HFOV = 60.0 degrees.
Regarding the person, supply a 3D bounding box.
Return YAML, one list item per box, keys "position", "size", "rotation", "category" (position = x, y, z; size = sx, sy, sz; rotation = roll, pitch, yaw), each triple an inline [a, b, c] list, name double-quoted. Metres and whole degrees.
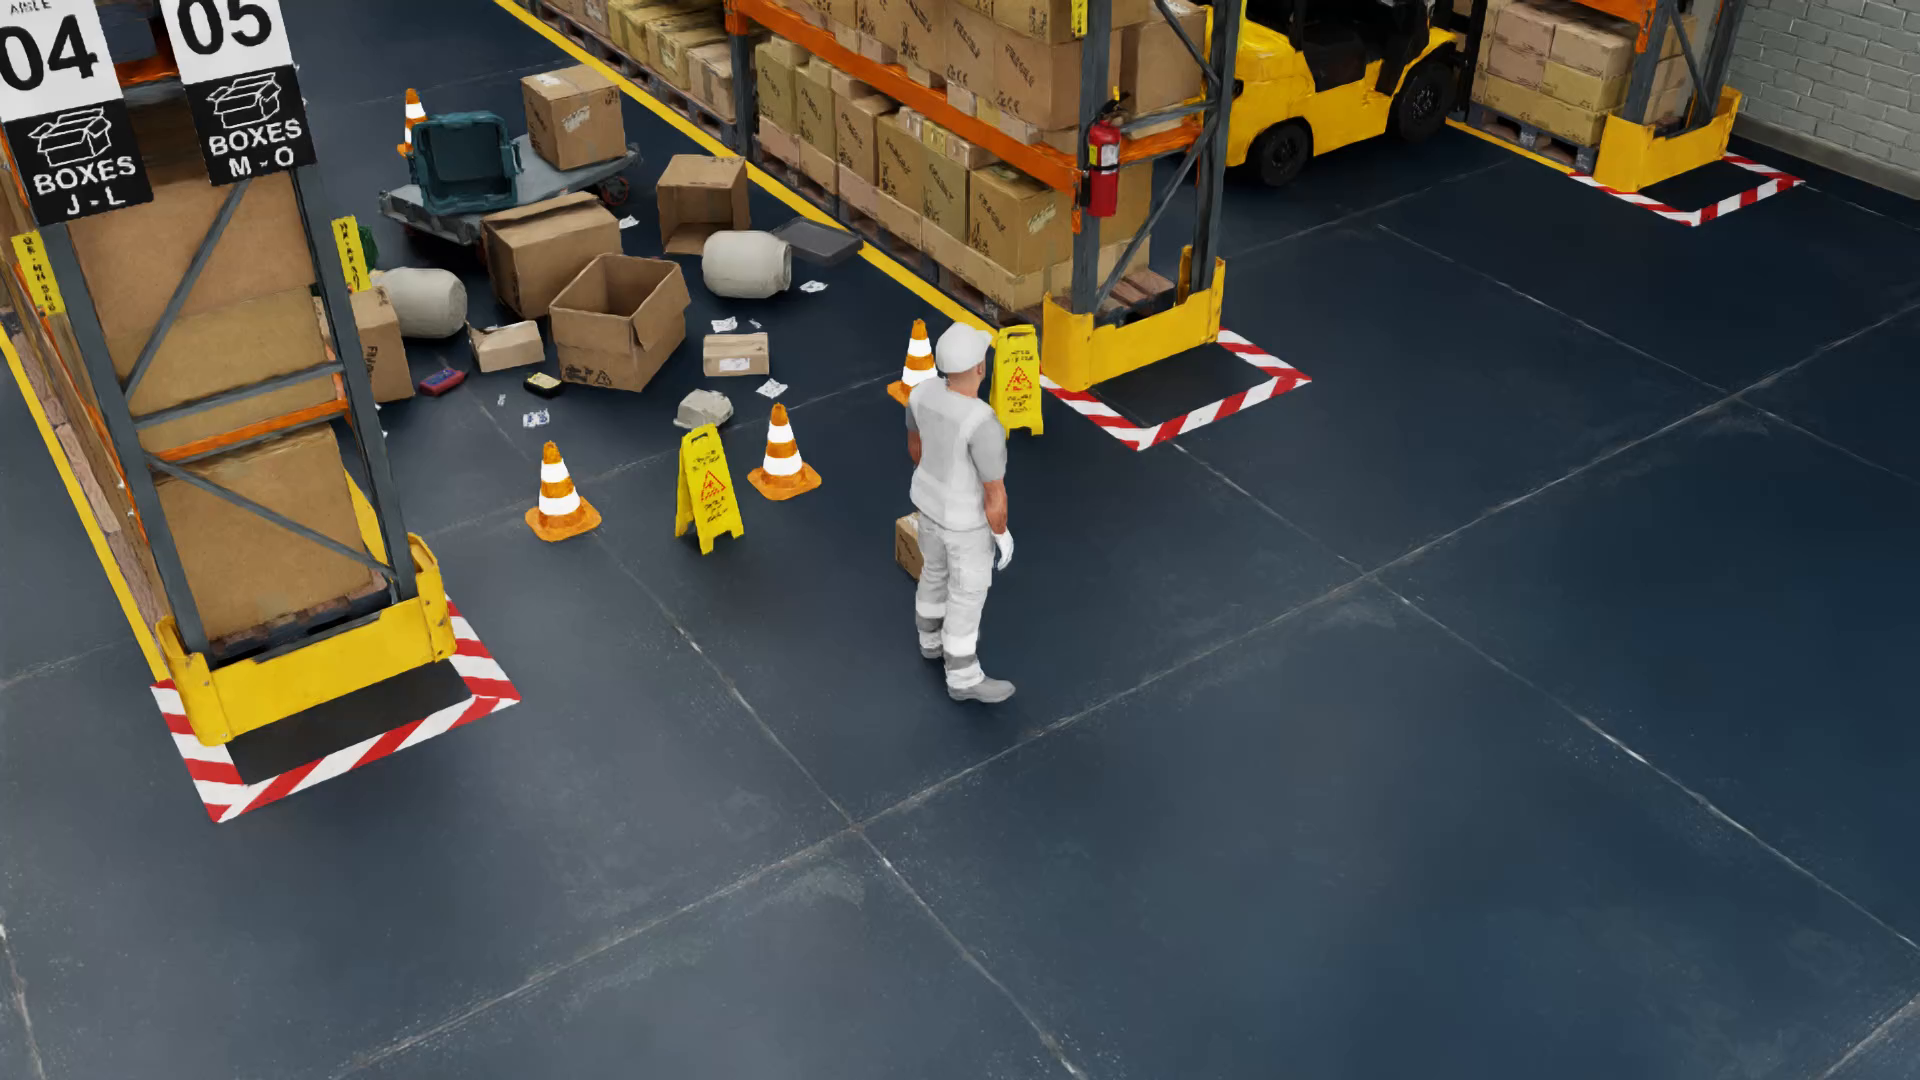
- position: [-0.001, -0.148, 7.127]
  size: [0.396, 1.798, 0.662]
  rotation: [-25, 43, -31]
  category: "person"
